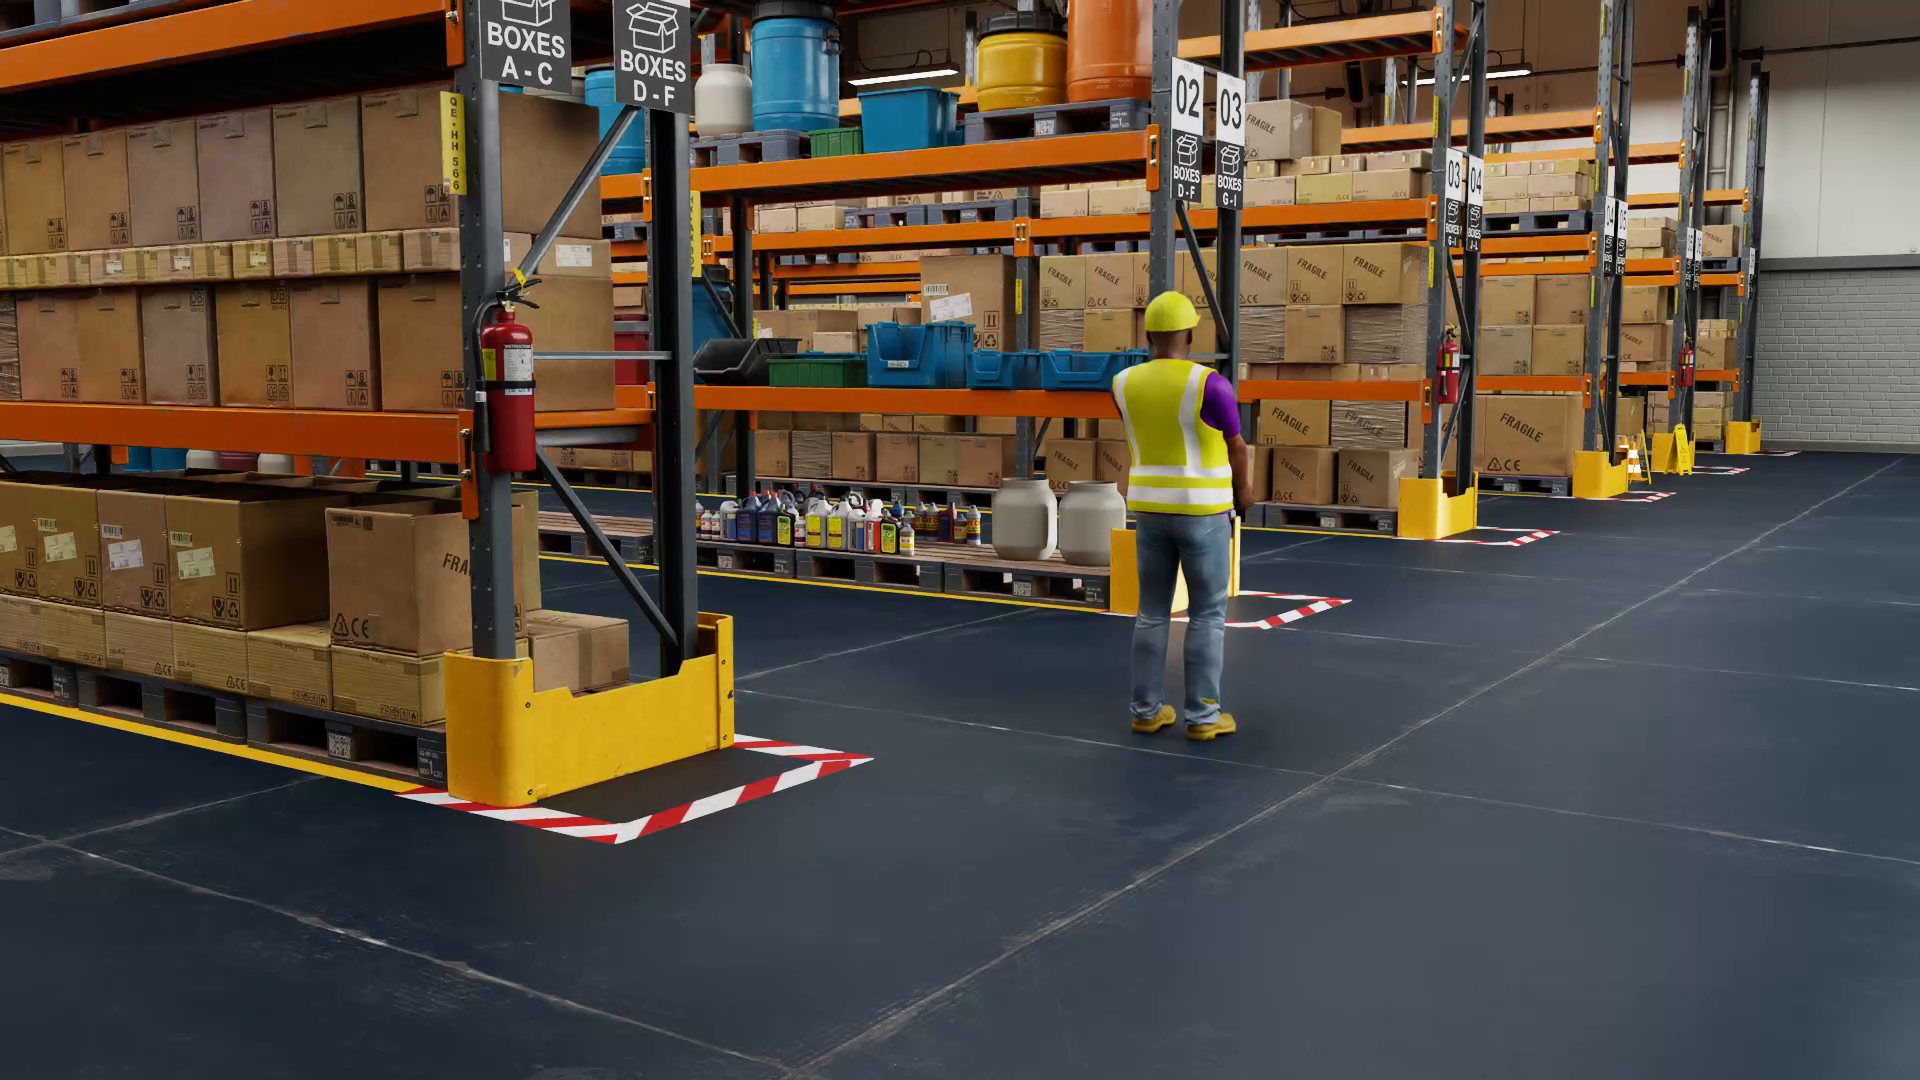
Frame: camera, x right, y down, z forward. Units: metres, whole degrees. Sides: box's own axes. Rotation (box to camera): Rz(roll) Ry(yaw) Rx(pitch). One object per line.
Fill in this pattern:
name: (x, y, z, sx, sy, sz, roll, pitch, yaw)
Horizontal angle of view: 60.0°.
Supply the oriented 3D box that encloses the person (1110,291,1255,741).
person: (0.919, -0.109, 6.693, 0.503, 1.760, 0.587, 4, 8, 34)
